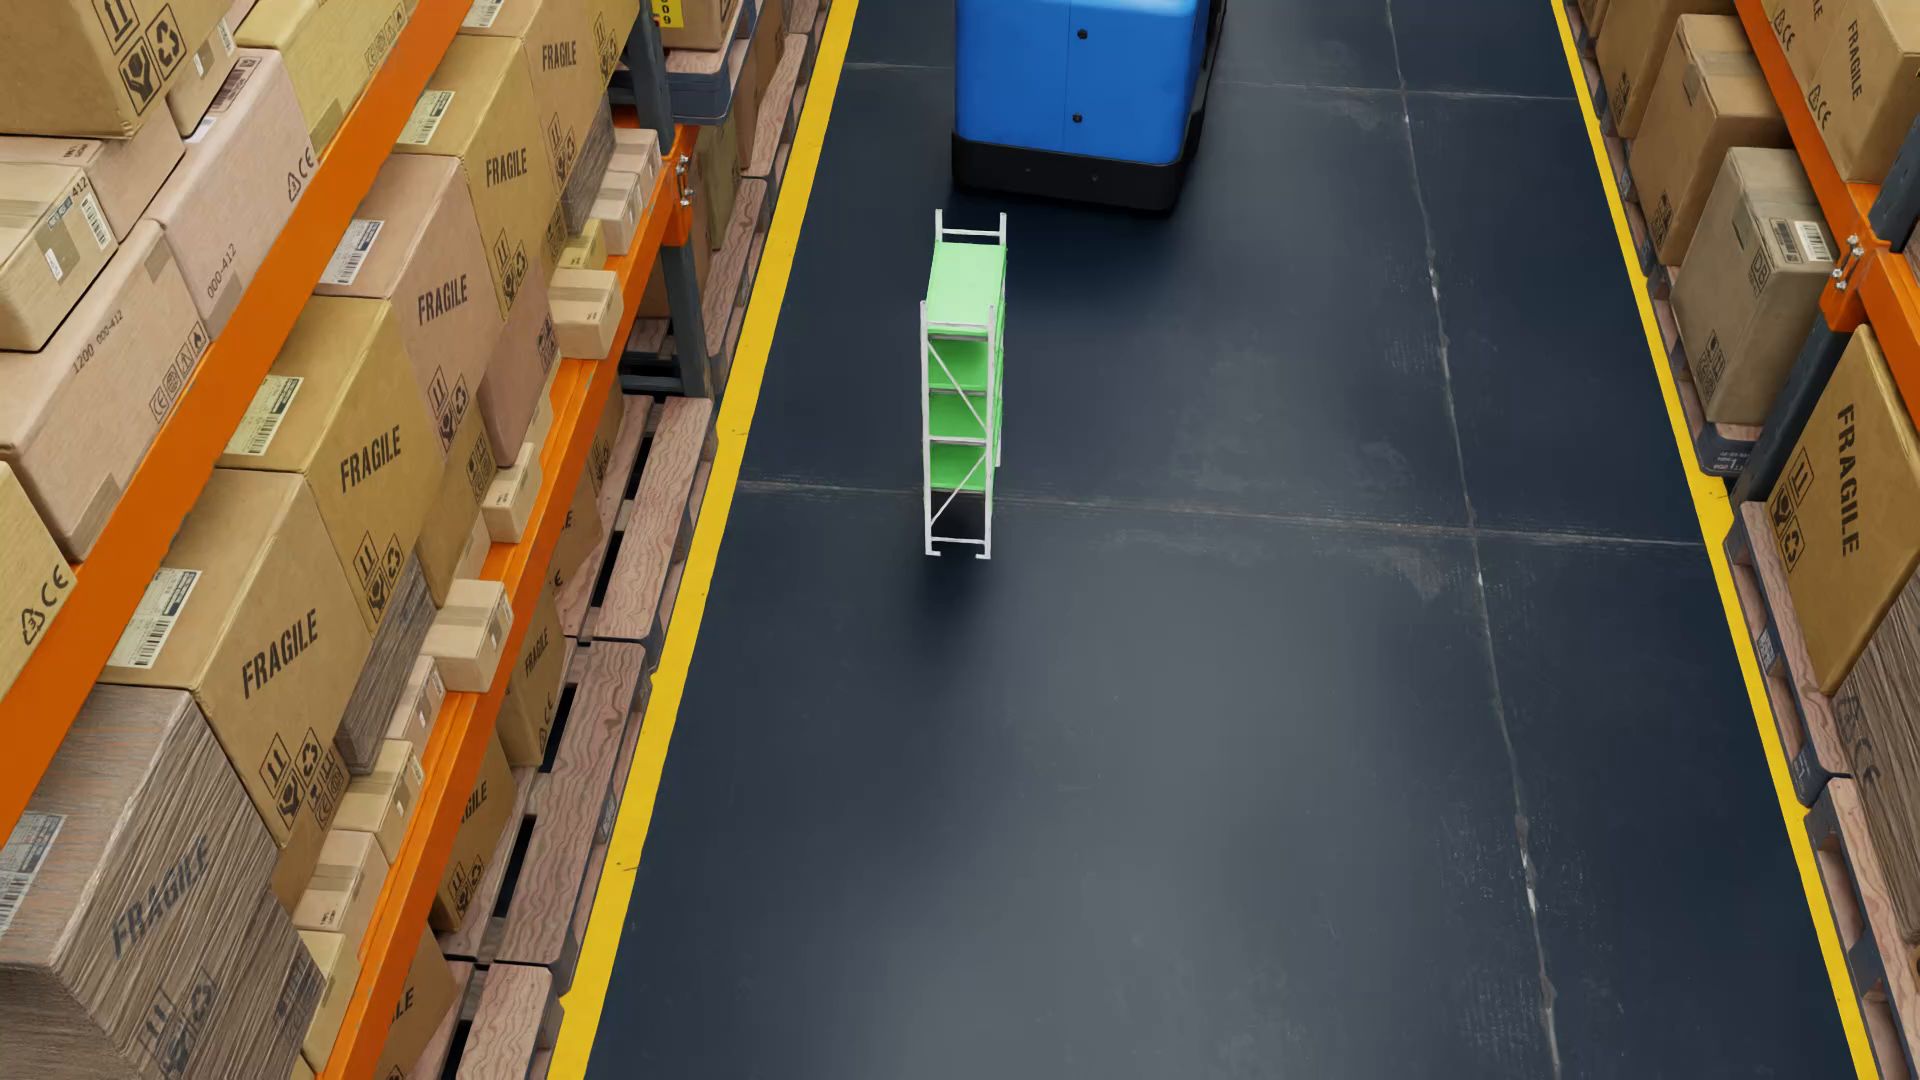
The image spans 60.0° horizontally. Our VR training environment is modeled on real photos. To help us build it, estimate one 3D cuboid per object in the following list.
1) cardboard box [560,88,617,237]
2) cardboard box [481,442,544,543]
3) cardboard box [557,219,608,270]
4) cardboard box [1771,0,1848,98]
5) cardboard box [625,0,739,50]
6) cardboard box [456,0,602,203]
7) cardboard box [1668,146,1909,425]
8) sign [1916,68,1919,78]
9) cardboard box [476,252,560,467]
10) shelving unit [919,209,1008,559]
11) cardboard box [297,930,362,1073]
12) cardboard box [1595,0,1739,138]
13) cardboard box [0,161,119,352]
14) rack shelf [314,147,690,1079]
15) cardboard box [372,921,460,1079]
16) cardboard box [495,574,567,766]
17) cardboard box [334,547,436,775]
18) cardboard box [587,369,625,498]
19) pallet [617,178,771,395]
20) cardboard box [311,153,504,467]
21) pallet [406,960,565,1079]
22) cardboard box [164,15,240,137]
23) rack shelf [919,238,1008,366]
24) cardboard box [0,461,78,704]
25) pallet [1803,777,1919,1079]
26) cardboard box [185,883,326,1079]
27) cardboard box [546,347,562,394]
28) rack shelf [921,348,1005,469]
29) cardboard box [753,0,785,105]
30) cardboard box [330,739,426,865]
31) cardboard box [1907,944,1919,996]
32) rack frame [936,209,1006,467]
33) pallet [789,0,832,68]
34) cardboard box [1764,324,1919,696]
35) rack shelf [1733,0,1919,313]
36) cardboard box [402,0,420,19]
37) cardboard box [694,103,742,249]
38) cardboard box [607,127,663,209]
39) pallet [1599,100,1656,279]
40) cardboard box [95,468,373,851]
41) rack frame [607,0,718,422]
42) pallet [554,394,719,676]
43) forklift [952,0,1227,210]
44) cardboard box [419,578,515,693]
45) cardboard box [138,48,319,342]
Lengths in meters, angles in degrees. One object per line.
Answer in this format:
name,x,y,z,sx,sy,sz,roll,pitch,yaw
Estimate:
cardboard box,-1.585,-1.312,5.148,0.875,0.500,0.500,4,48,4
cardboard box,-1.360,-0.141,4.516,0.380,0.149,0.250,4,48,4
cardboard box,-1.324,-0.880,5.192,0.380,0.149,0.250,4,48,4
cardboard box,3.275,-1.903,5.890,0.500,0.500,0.500,3,48,3
cardboard box,-1.270,-2.423,5.743,1.000,1.000,1.000,4,48,4
cardboard box,-1.293,-1.260,4.422,0.500,0.500,0.500,4,48,4
cardboard box,3.415,-0.942,6.318,1.050,0.750,0.750,4,48,3
sign,2.907,-1.490,4.849,0.100,0.325,0.005,4,48,4
cardboard box,-1.611,-0.573,4.472,0.875,0.500,0.500,4,48,4
shelving unit,0.015,-0.527,5.919,0.258,1.200,0.503,4,48,4
cardboard box,-1.504,0.961,3.509,0.380,0.149,0.250,4,48,4
cardboard box,3.591,-2.335,7.593,1.050,0.750,0.750,5,48,4
cardboard box,-1.475,-0.422,2.402,0.380,0.149,0.250,6,48,5
rack shelf,-1.664,0.208,4.515,1.077,0.370,4.000,4,48,4
cardboard box,-1.753,1.237,4.495,0.500,0.500,0.500,15,49,14
cardboard box,-1.581,0.371,5.287,0.500,0.500,0.500,0,48,0
cardboard box,-1.755,0.158,3.803,0.875,0.500,0.500,4,48,4
cardboard box,-1.558,-0.512,6.095,0.500,0.500,0.500,3,48,2
pallet,-1.413,-1.136,7.146,1.003,0.211,1.213,4,48,4
cardboard box,-1.389,-0.525,3.751,0.500,0.500,0.500,4,48,4
pallet,-1.731,1.725,4.529,1.003,0.211,1.213,4,48,4
cardboard box,-1.439,-0.802,2.749,0.380,0.149,0.250,2,48,2
rack shelf,0.015,-0.807,5.611,0.258,0.148,0.480,4,48,4
cardboard box,-1.545,0.136,2.162,0.500,0.250,0.500,5,48,5
pallet,3.192,1.297,4.921,1.003,0.211,1.213,4,48,4
cardboard box,-1.769,0.898,3.126,0.875,0.500,0.500,4,48,4
cardboard box,-1.390,-0.513,4.857,0.380,0.149,0.250,4,48,4
rack shelf,0.015,-0.483,5.966,0.258,0.148,0.480,4,48,4
cardboard box,-1.241,-2.430,7.835,0.700,0.500,0.500,7,48,7
cardboard box,-1.472,0.592,3.846,0.380,0.149,0.250,4,48,4
cardboard box,3.158,1.268,4.213,0.875,0.875,0.875,3,48,3
rack frame,0.037,-0.706,6.083,0.240,1.200,0.015,4,48,4
pallet,-1.190,-2.929,8.786,1.003,0.211,1.213,4,48,4
cardboard box,3.321,-0.064,5.431,0.875,0.875,0.875,5,48,4
rack shelf,3.630,-2.324,6.830,1.077,0.370,4.000,4,48,4
cardboard box,-1.363,-1.356,3.526,0.500,0.250,0.500,4,48,3
cardboard box,-1.343,-1.609,7.084,0.700,0.500,0.500,4,48,3
cardboard box,-1.209,-1.242,5.524,0.380,0.149,0.250,4,48,4
pallet,3.552,-1.627,7.595,1.003,0.211,1.213,4,48,4
cardboard box,-1.473,0.210,3.078,0.500,0.500,0.500,4,48,4
rack frame,-1.482,-1.505,5.594,1.000,3.000,0.127,4,48,4
pallet,-1.508,-0.068,6.169,1.003,0.211,1.213,4,48,4
forklift,0.783,-3.589,7.546,1.130,2.935,3.031,9,48,8
cardboard box,-1.350,0.230,4.177,0.380,0.149,0.250,4,48,4
cardboard box,-1.455,-0.607,2.841,0.500,0.250,0.500,4,48,3
